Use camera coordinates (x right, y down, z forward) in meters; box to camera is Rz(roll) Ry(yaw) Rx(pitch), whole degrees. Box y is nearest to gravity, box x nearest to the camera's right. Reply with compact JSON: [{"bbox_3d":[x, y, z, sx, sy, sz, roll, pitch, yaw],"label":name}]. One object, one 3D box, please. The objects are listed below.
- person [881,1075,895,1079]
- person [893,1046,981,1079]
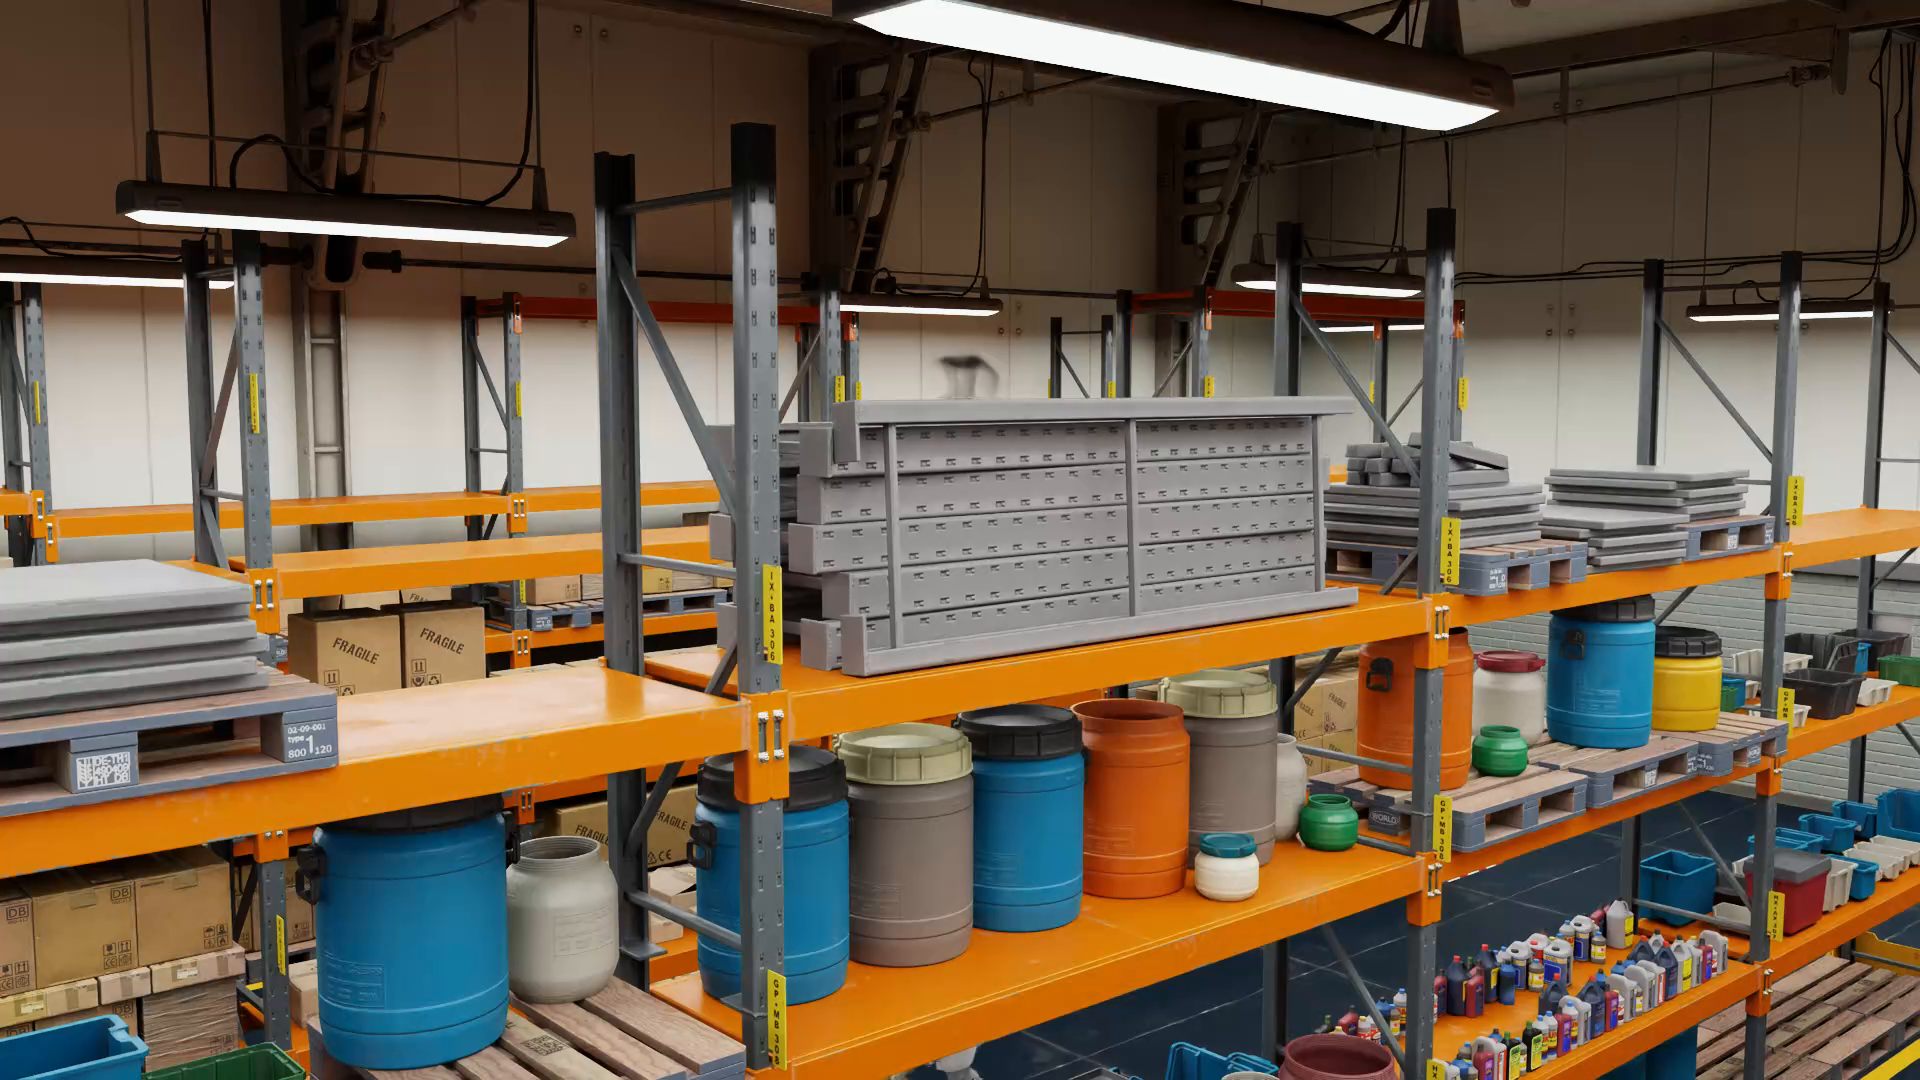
[{"bbox_3d":[-0.613,3.557,9.602,0.578,1.458,0.904,4,7,38],"label":"person"},{"bbox_3d":[-0.123,3.264,11.031,0.696,1.791,1.032,5,7,41],"label":"person"}]
